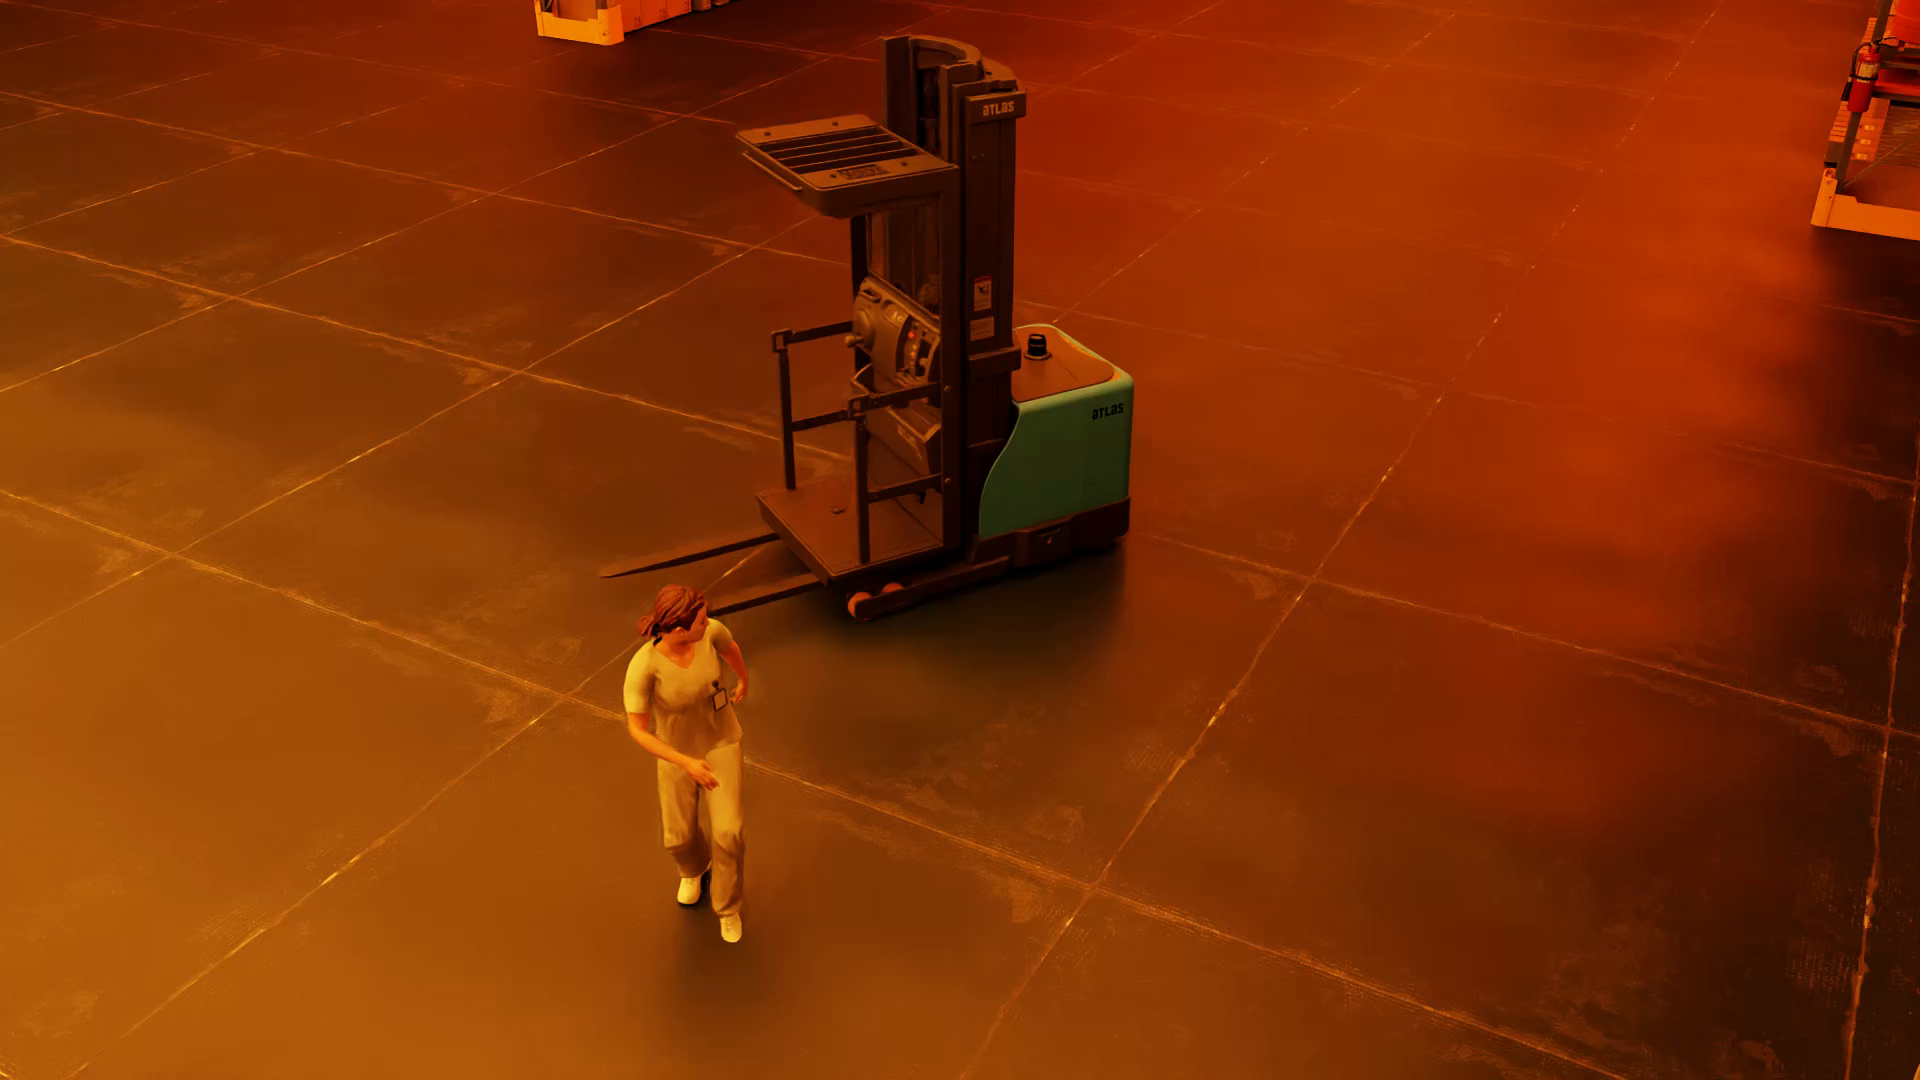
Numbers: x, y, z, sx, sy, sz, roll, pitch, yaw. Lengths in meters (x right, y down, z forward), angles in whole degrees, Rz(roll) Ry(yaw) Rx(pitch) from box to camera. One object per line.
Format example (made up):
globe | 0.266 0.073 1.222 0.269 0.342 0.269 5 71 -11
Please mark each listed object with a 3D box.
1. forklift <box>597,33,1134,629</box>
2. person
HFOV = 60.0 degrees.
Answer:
forklift | -0.531 -1.116 9.005 3.031 2.935 1.130 -16 33 -25
person | -1.117 0.958 6.903 0.471 1.314 0.560 -7 31 -13
